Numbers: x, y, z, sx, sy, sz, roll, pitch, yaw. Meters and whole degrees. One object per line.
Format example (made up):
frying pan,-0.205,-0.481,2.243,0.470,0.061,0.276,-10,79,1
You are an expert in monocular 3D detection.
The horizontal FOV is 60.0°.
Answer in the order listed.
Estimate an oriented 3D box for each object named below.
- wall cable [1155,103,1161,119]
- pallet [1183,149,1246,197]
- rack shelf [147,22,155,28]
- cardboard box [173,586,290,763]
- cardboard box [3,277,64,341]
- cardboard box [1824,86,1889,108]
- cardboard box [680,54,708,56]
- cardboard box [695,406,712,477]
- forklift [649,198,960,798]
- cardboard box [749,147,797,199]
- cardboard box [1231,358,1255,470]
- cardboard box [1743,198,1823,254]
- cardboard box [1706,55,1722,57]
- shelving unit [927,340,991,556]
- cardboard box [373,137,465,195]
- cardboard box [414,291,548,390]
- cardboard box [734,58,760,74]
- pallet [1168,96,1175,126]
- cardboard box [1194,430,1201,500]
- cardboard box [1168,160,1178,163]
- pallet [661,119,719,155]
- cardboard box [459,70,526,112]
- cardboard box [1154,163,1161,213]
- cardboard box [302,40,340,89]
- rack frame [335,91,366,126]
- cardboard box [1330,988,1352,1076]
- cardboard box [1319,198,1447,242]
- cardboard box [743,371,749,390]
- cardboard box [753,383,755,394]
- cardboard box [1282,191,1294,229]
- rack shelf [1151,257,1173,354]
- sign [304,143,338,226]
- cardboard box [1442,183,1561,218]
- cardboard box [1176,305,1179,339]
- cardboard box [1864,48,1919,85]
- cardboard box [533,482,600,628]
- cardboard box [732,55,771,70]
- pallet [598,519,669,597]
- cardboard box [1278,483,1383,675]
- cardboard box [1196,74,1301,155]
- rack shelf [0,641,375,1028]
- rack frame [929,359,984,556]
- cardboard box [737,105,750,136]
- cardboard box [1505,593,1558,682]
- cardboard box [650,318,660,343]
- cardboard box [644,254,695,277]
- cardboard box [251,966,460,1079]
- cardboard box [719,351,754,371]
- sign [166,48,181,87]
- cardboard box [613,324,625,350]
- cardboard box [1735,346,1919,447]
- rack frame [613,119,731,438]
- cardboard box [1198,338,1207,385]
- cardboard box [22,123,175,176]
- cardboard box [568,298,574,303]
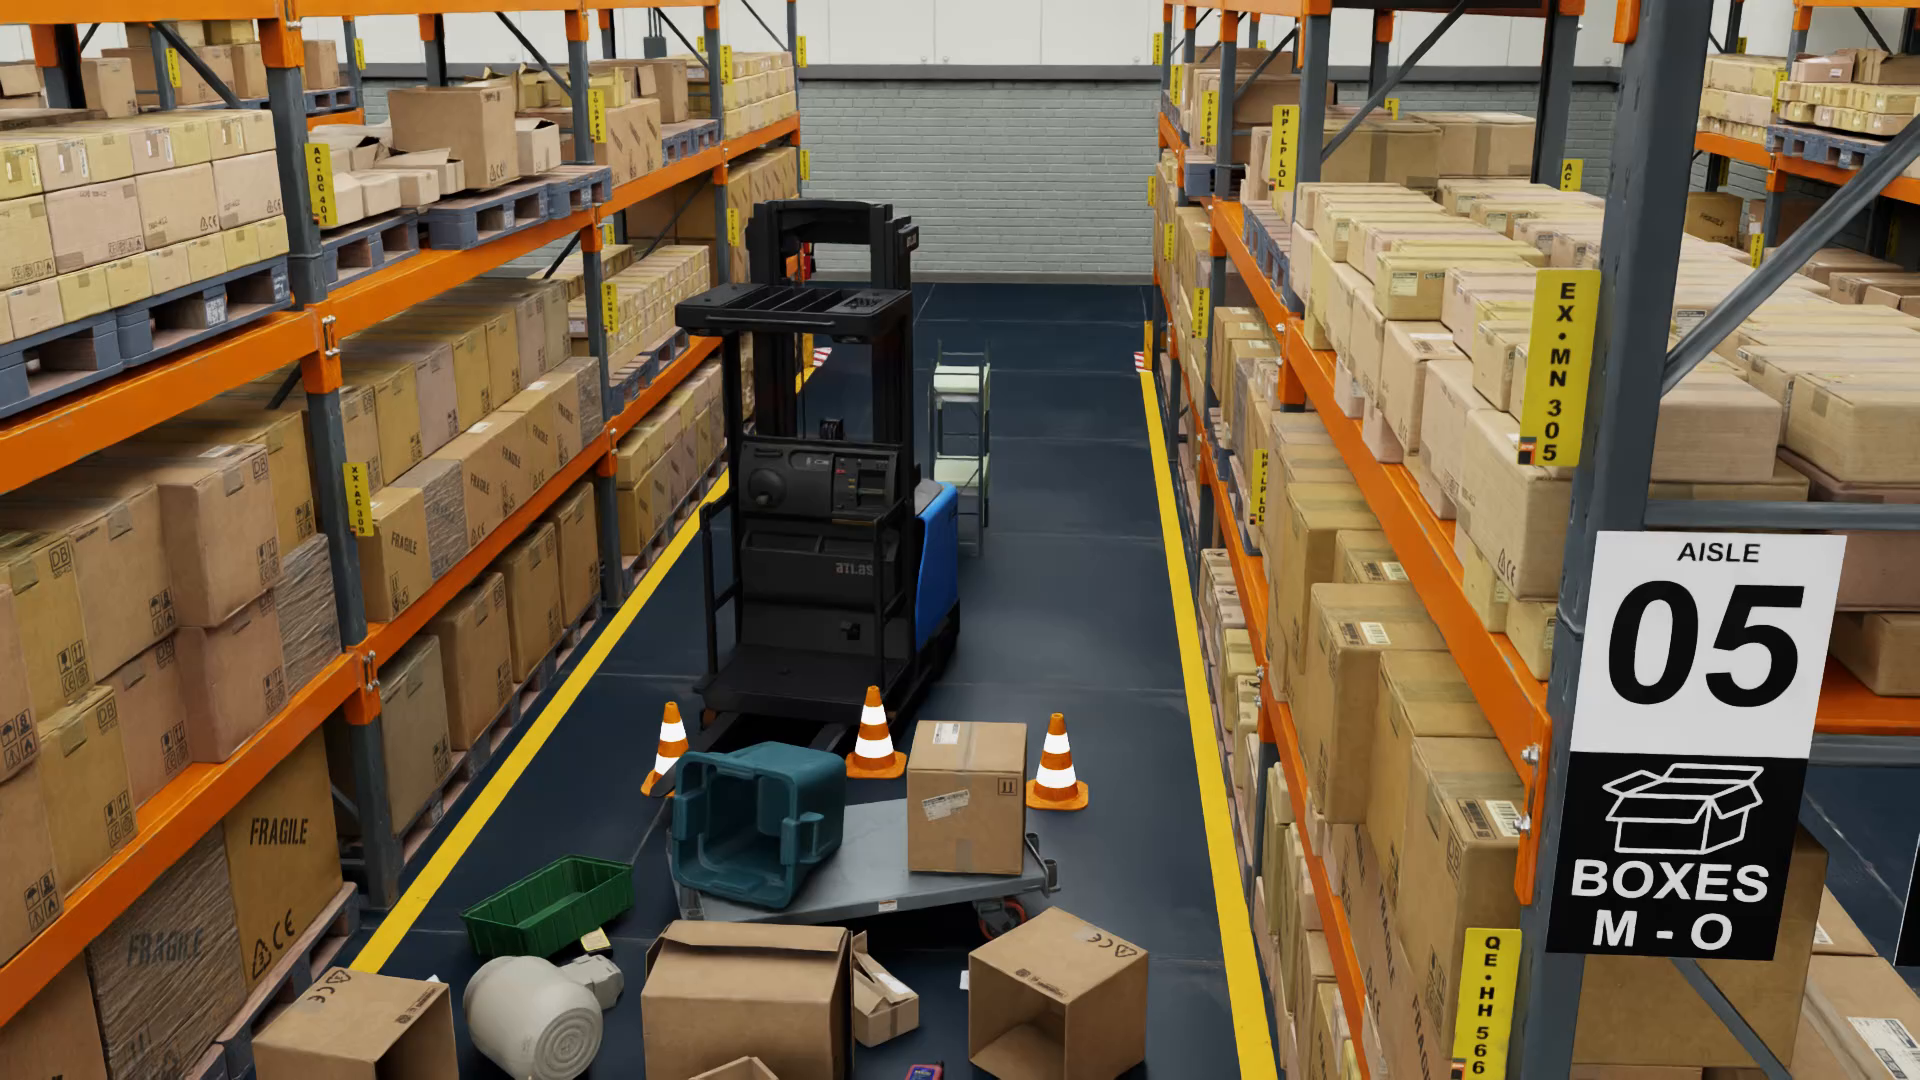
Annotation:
wall cable,3.058,-5.633,23.615,0.585,1.953,0.123,1,18,4
pallet,2.097,-2.436,11.025,1.213,0.211,1.003,2,18,6
rack shelf,-7.638,-4.060,12.660,1.077,0.370,4.000,1,18,4
cardboard box,-3.159,0.479,6.402,0.875,0.550,0.550,1,18,4
cardboard box,-2.944,-0.694,4.976,0.380,0.149,0.250,1,18,4
cardboard box,6.882,-3.400,12.756,0.380,0.149,0.250,1,18,3
cardboard box,-2.665,-4.911,17.075,0.380,0.149,0.250,2,18,5
cardboard box,-2.393,-0.837,14.000,0.500,0.500,0.500,1,18,3
forklift,-0.858,-0.335,9.238,1.130,2.935,3.031,4,19,13
cardboard box,-2.052,-3.979,18.005,0.500,0.500,0.500,1,18,3
cardboard box,1.735,-0.670,8.839,0.500,0.500,0.500,1,18,2
cardboard box,7.713,-2.914,15.559,0.500,0.500,0.500,1,18,2
cardboard box,7.290,-4.717,16.645,0.500,0.250,0.500,1,18,4
shelving unit,0.000,-0.711,12.683,0.431,1.500,0.755,1,18,4
cardboard box,-2.782,-1.921,8.531,0.396,0.266,0.258,1,18,4
cardboard box,-2.918,-1.204,10.015,0.700,0.500,0.500,1,18,3
cardboard box,-2.144,-4.575,16.049,0.380,0.149,0.250,1,18,2
pallet,2.549,-4.156,16.115,1.003,0.211,1.213,1,18,4
cardboard box,2.368,-0.856,13.456,0.875,0.875,0.875,2,18,6
cardboard box,2.268,-3.708,16.613,0.380,0.149,0.250,1,18,4
pallet,-2.705,-3.367,13.866,1.213,0.211,1.003,1,18,4
cardboard box,-3.071,-2.946,10.890,0.396,0.266,0.258,1,18,4
cardboard box,2.358,-3.763,17.825,0.500,0.500,0.500,1,18,3
cardboard box,-7.191,-5.162,18.046,0.700,0.500,0.500,0,18,1
rack frame,-7.208,-3.605,19.107,1.000,3.000,0.127,1,18,4
cardboard box,1.328,1.498,5.028,0.380,0.149,0.250,2,18,6
cardboard box,1.451,-1.088,5.731,0.380,0.149,0.250,1,18,2
cardboard box,-2.277,-1.553,16.271,0.380,0.149,0.250,0,18,1
cardboard box,-2.155,-1.575,16.816,0.380,0.149,0.250,1,18,2
cardboard box,1.755,-1.552,7.591,0.500,0.250,0.500,2,18,5
rack shelf,2.533,-2.420,16.648,1.077,0.370,4.000,1,18,4
sign,-2.574,-1.432,6.703,0.100,0.325,0.005,1,18,4
cardboard box,2.012,-1.238,6.190,0.380,0.149,0.250,2,18,5
cardboard box,2.060,-1.778,13.774,0.500,0.250,0.500,1,18,3
cardboard box,7.402,-3.743,13.138,0.396,0.266,0.258,1,18,4
cardboard box,-2.975,0.079,10.804,1.050,0.750,0.750,1,18,3
cardboard box,-2.121,-4.818,16.790,0.380,0.149,0.250,1,18,3
pallet,-2.784,0.105,12.265,1.003,0.211,1.213,1,18,4
cardboard box,1.447,0.125,5.481,0.700,0.500,0.500,1,18,3
cardboard box,1.985,-2.883,11.252,0.700,0.500,0.500,0,18,1
rack shelf,-3.271,1.227,5.515,1.077,0.370,4.000,1,18,4
rack frame,-0.027,-0.597,12.336,0.400,1.500,0.023,1,18,4
cardboard box,-2.231,-3.868,15.334,0.500,0.250,0.500,1,18,3
cardboard box,1.276,0.163,3.195,0.380,0.149,0.250,1,18,4
cardboard box,-2.515,-1.604,12.731,0.380,0.149,0.250,2,18,5
cardboard box,-2.427,-2.290,13.869,0.380,0.149,0.250,1,18,2
cardboard box,-2.216,1.956,6.146,0.500,0.500,0.500,4,19,13
cardboard box,-2.180,-1.773,16.464,0.380,0.149,0.250,2,18,5
sign,-6.952,-4.174,14.691,0.100,0.325,0.005,1,18,4
cardboard box,-2.589,-1.429,11.719,0.380,0.149,0.250,2,18,7
cardboard box,1.761,-0.284,3.277,0.380,0.149,0.250,1,18,4
rack frame,-2.554,-2.220,14.882,1.000,3.000,0.127,1,18,4
cardboard box,1.885,-1.221,11.271,0.500,0.250,0.500,1,18,4
cardboard box,-2.891,-1.313,5.583,0.380,0.149,0.250,2,18,5
cardboard box,-3.170,-1.764,12.740,0.380,0.149,0.250,2,18,5
